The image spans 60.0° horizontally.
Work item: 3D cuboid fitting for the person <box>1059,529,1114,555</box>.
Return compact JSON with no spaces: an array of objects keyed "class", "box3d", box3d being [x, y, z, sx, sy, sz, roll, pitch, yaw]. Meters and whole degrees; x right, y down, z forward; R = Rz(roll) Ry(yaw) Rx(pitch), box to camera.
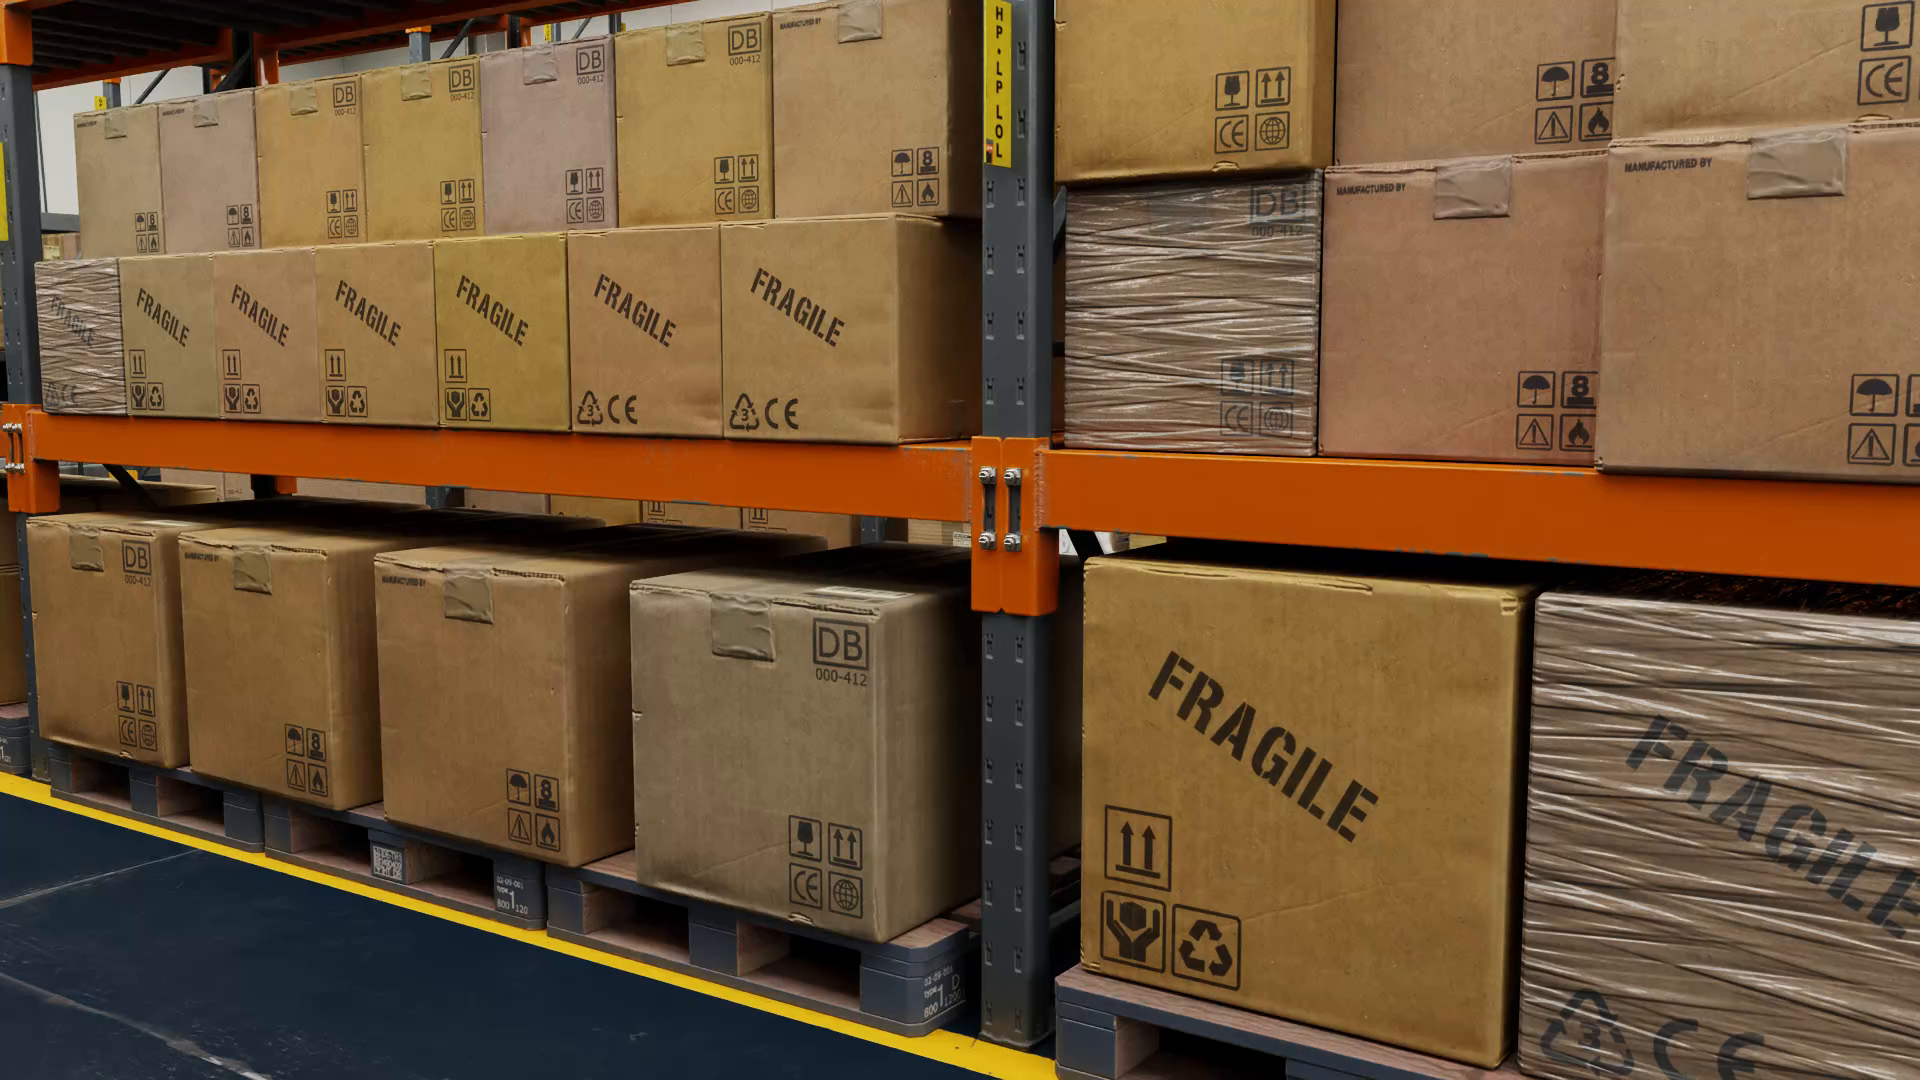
[{"class":"person","box3d":[0.453,0.225,7.296,0.477,1.011,0.815,4,8,33]}]
